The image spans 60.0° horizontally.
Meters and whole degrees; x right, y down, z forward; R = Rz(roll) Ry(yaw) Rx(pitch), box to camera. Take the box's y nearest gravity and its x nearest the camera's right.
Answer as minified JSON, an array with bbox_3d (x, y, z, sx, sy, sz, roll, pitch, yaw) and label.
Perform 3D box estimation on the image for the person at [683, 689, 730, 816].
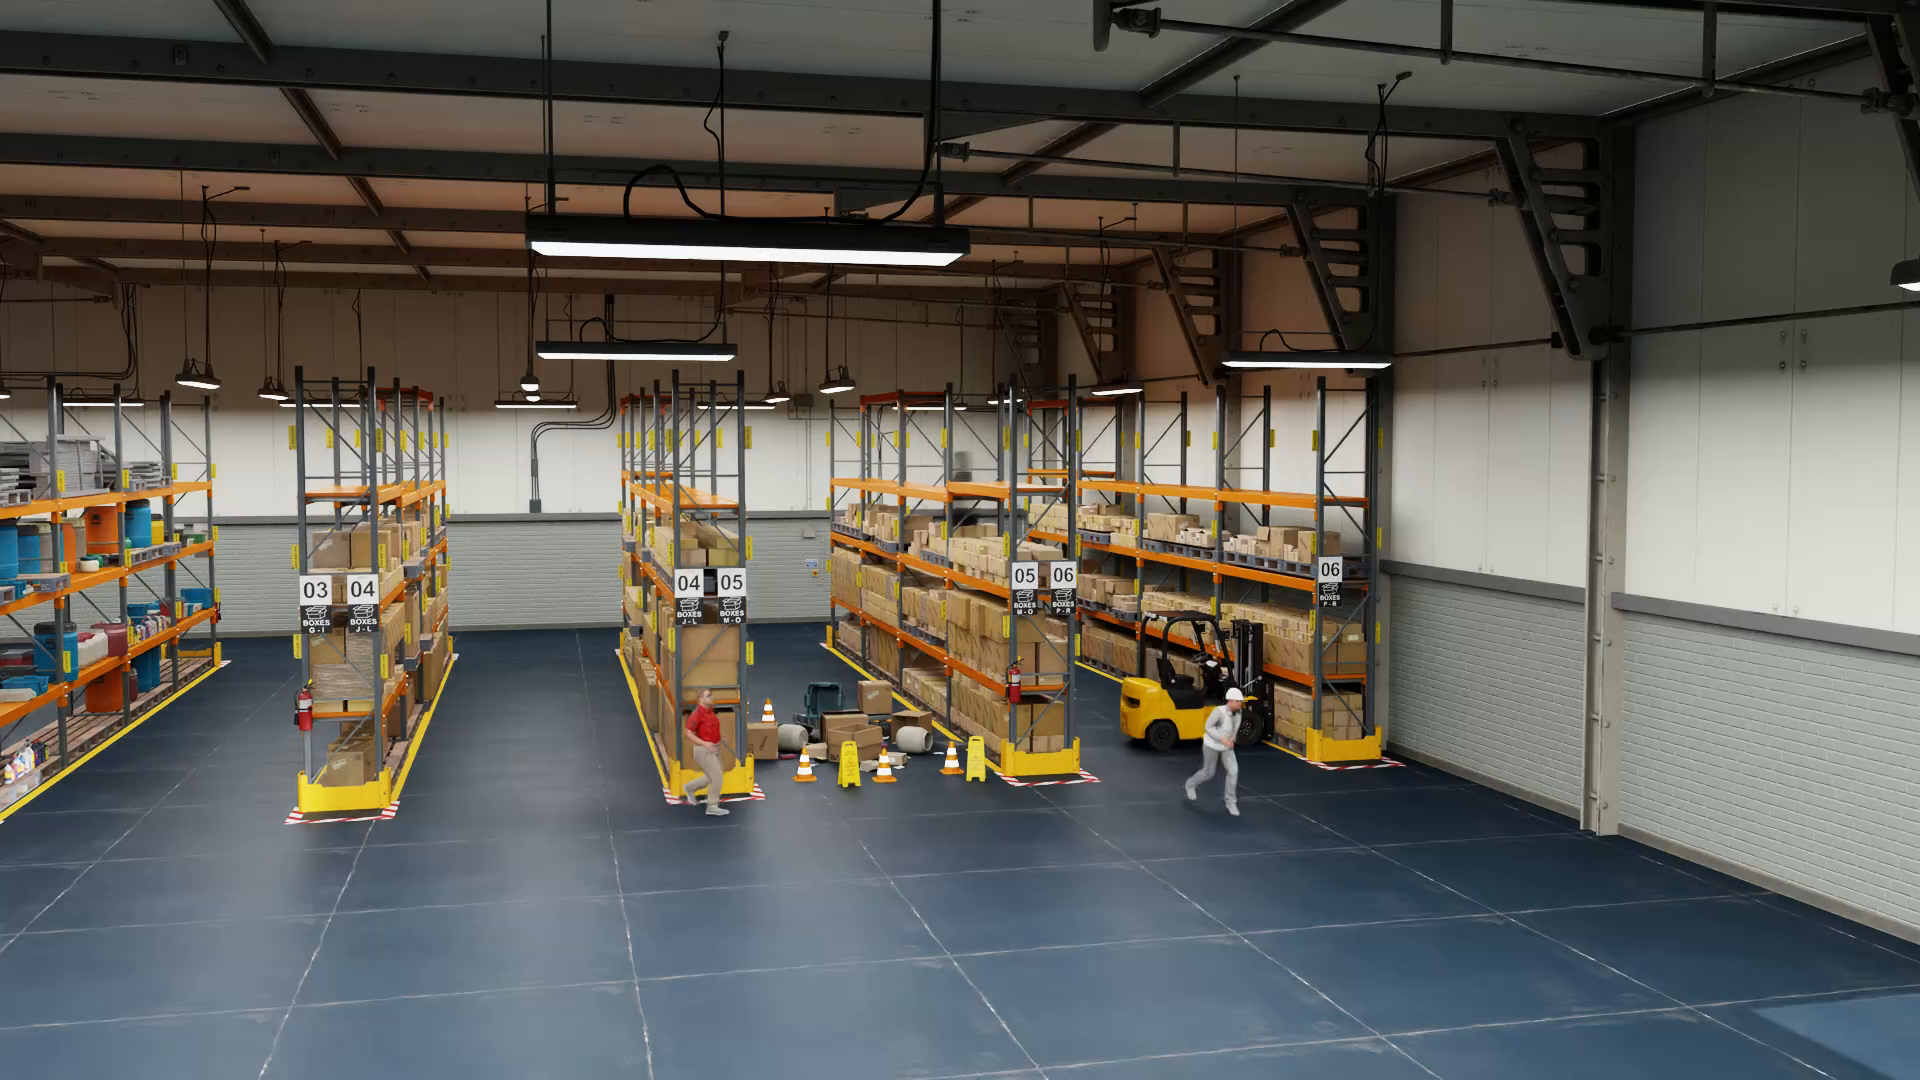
[{"bbox_3d":[-3.417,2.832,22.261,0.700,1.677,0.668,1,4,15],"label":"person"}]

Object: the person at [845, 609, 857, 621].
[{"bbox_3d":[-2.622,1.683,41.555,0.655,1.681,0.654,-1,4,-19],"label":"person"}]

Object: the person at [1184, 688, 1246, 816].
[{"bbox_3d":[3.468,2.827,22.578,0.697,1.732,1.046,-3,4,-41],"label":"person"}]
